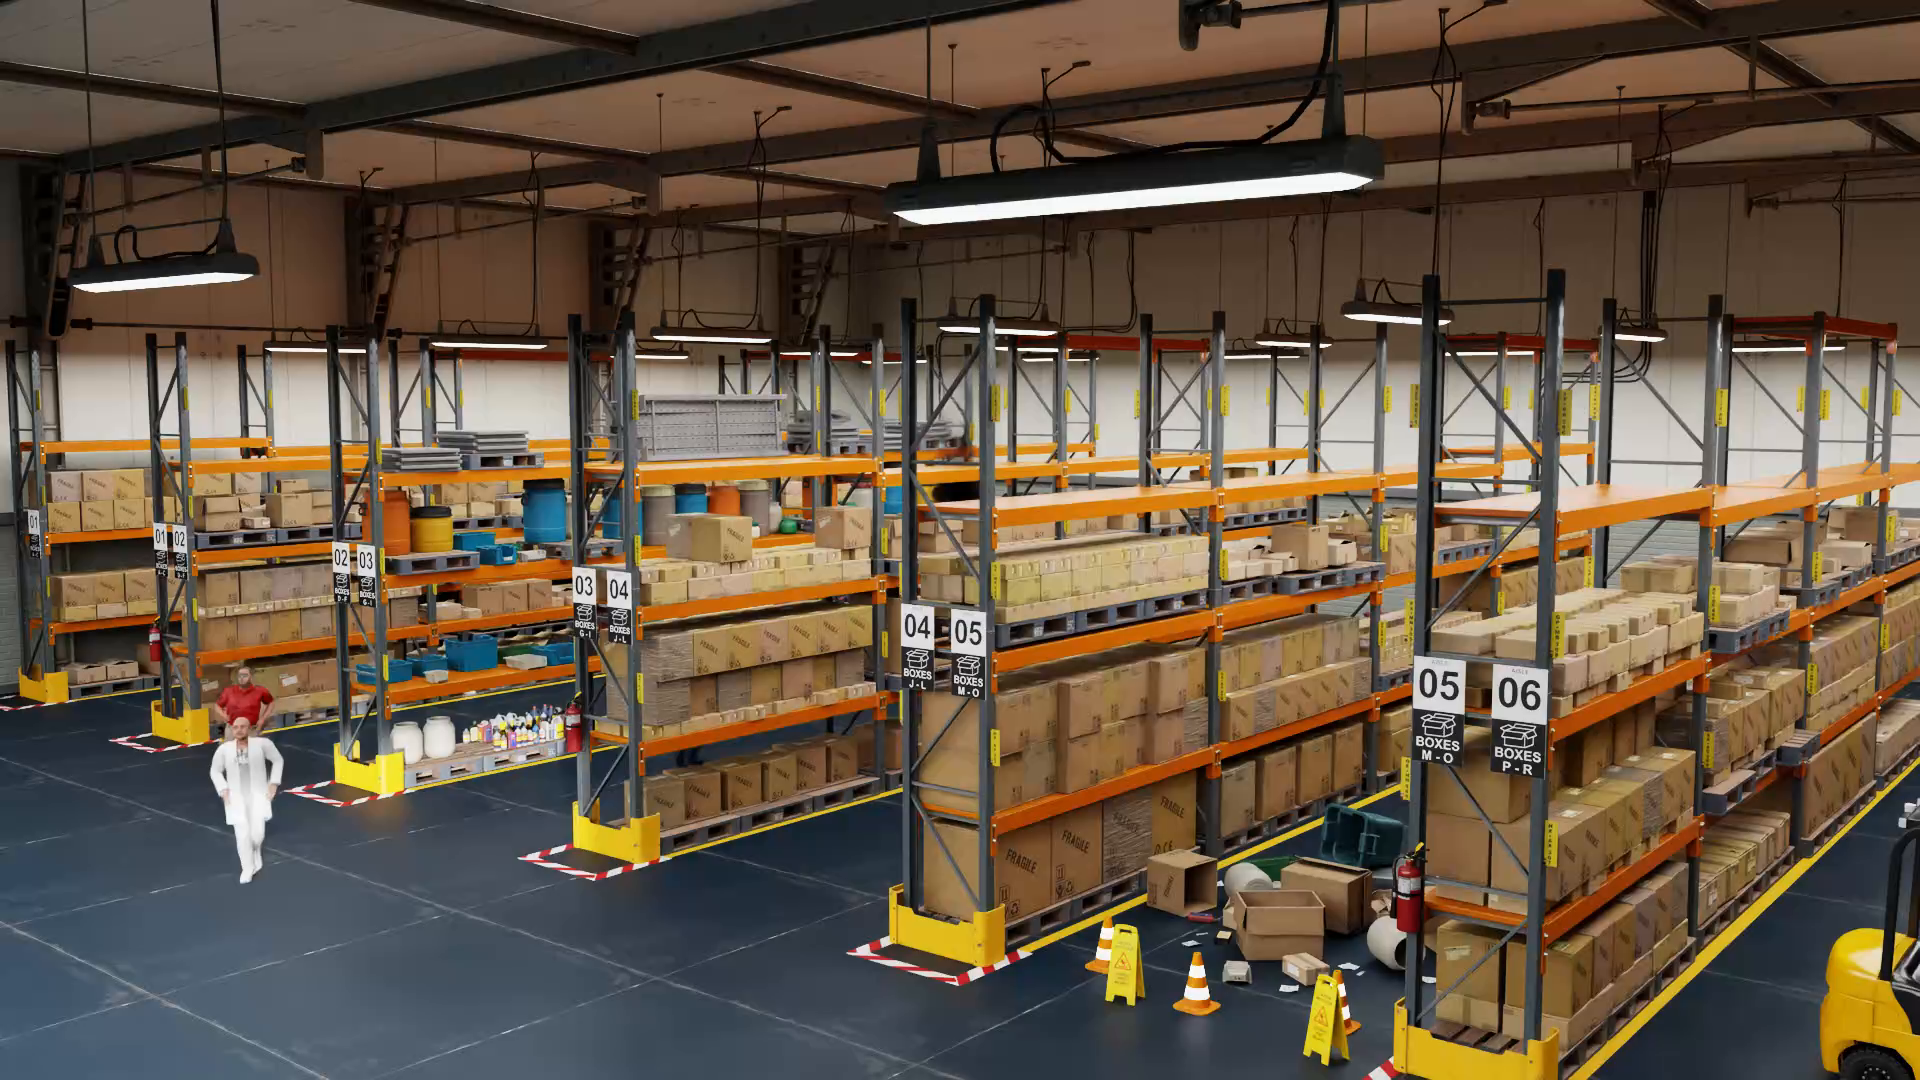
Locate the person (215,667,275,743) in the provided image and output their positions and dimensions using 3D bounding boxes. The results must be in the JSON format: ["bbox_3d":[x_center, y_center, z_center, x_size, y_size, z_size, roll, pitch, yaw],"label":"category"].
[{"bbox_3d":[-8.951,2.444,20.820,0.668,1.744,0.895,-1,5,-10],"label":"person"}]

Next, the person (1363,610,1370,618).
[{"bbox_3d":[6.371,1.971,25.780,0.620,1.806,0.708,4,6,37],"label":"person"}]

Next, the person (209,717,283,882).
[{"bbox_3d":[-7.521,2.728,17.537,0.717,1.740,0.571,-2,5,-18],"label":"person"}]

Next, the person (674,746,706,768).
[{"bbox_3d":[-3.450,2.463,21.226,0.558,1.583,0.723,3,6,34],"label":"person"}]
